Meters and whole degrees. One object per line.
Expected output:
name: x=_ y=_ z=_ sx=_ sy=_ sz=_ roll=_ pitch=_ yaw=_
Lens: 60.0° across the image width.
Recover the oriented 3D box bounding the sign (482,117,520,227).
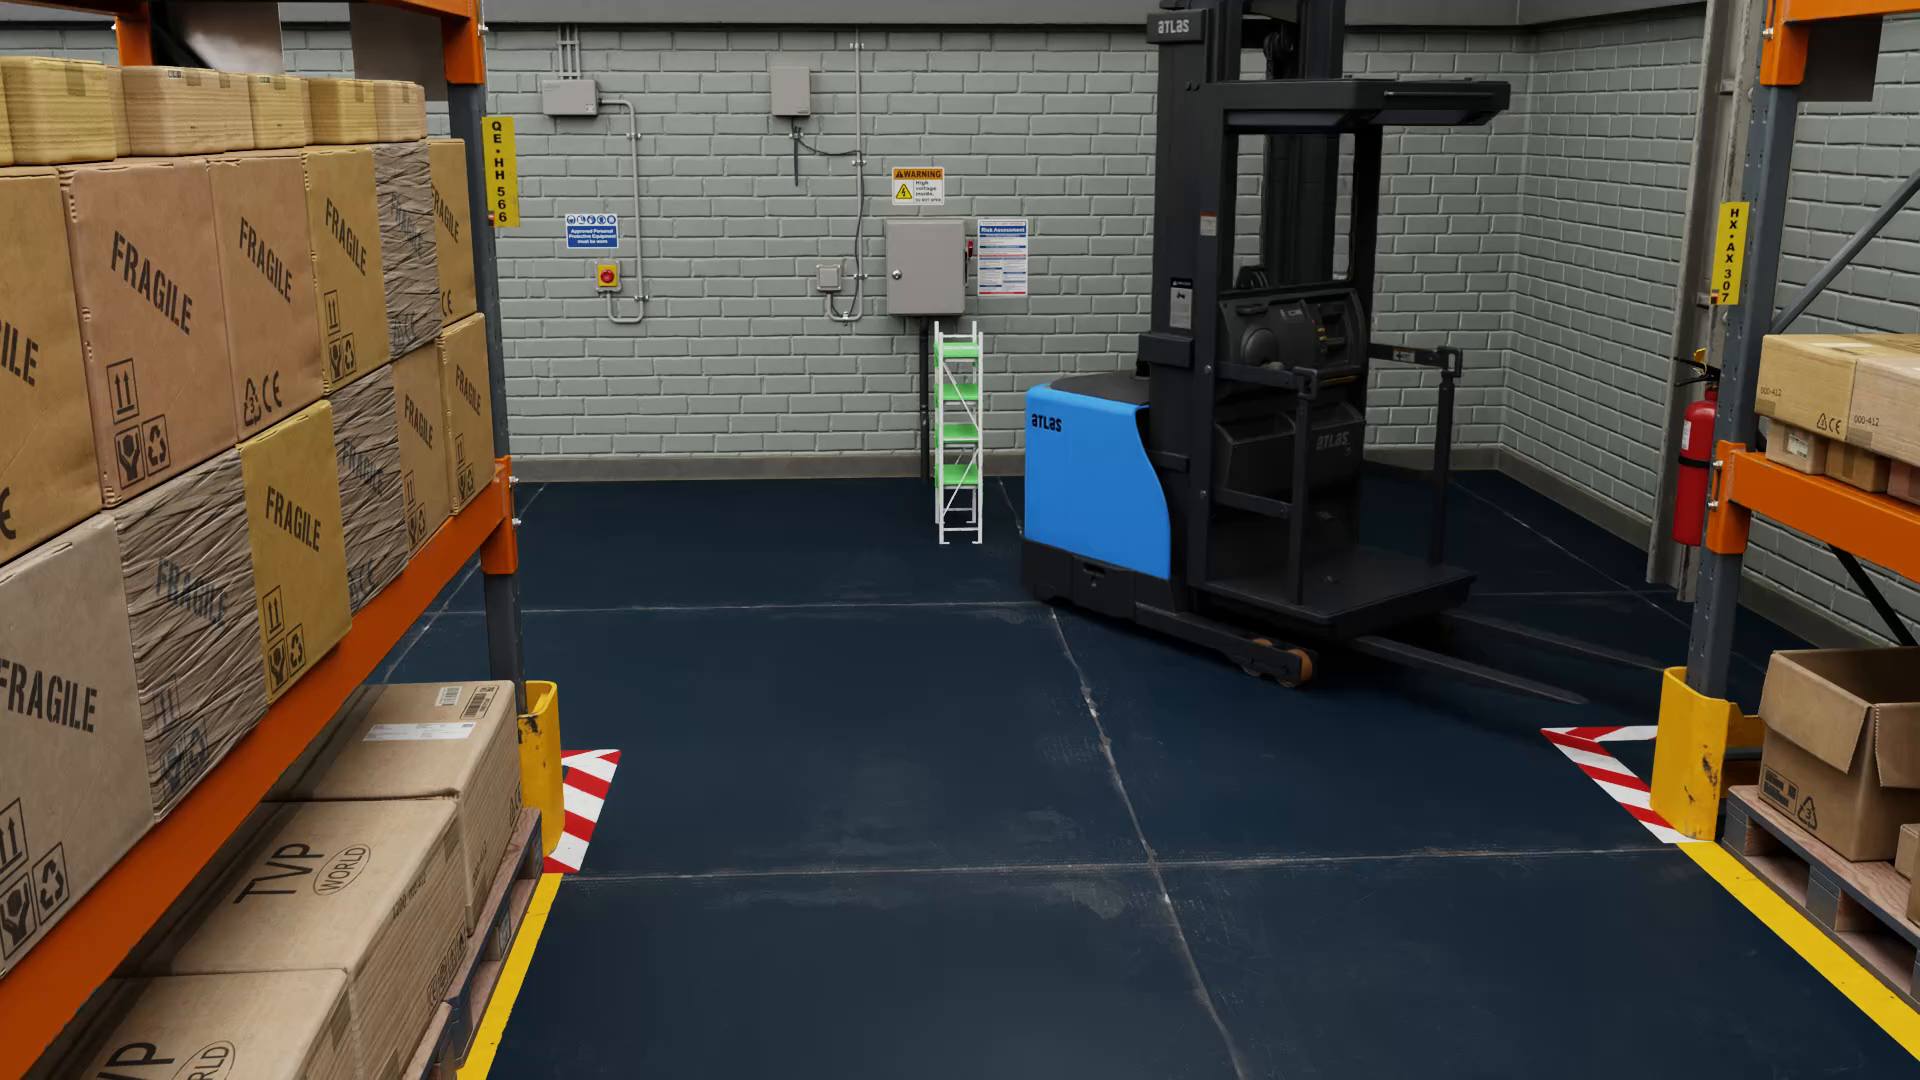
sign: x=-1.392 y=-1.113 z=5.033 sx=0.100 sy=0.325 sz=0.005 roll=-1 pitch=14 yaw=-3

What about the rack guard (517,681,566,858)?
rack guard: x=-1.936 y=0.772 z=5.522 sx=1.175 sy=0.500 sz=0.348 roll=-1 pitch=14 yaw=-3

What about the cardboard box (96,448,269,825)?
cardboard box: x=-1.506 y=0.144 z=2.745 sx=0.500 sy=0.500 sz=0.500 roll=-1 pitch=14 yaw=-3

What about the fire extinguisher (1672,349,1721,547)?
fire extinguisher: x=2.549 y=-0.321 z=5.659 sx=0.296 sy=0.674 sz=0.183 roll=-1 pitch=14 yaw=-3

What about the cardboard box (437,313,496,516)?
cardboard box: x=-1.640 y=-0.365 z=4.724 sx=0.500 sy=0.500 sz=0.500 roll=-1 pitch=14 yaw=-3

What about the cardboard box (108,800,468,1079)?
cardboard box: x=-1.729 y=0.995 z=3.938 sx=0.875 sy=0.438 sz=0.875 roll=0 pitch=14 yaw=-2

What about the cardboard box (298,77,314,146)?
cardboard box: x=-1.653 y=-0.938 z=3.643 sx=0.380 sy=0.149 sz=0.250 roll=-1 pitch=14 yaw=-4

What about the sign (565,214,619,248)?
sign: x=-2.359 y=-1.980 z=10.659 sx=0.327 sy=0.218 sz=0.001 roll=-1 pitch=14 yaw=-3

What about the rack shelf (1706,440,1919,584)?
rack shelf: x=3.143 y=0.336 z=3.645 sx=1.077 sy=0.370 sz=4.000 roll=-1 pitch=14 yaw=-3

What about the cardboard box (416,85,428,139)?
cardboard box: x=-1.712 y=-1.193 z=4.635 sx=0.380 sy=0.149 sz=0.250 roll=-1 pitch=14 yaw=-3

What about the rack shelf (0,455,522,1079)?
rack shelf: x=-1.811 y=0.413 z=3.344 sx=1.077 sy=0.370 sz=4.000 roll=-1 pitch=14 yaw=-3

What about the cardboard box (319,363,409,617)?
cardboard box: x=-1.583 y=-0.112 z=3.742 sx=0.500 sy=0.500 sz=0.500 roll=0 pitch=14 yaw=-2

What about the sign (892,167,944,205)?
sign: x=-0.270 y=-2.281 z=10.715 sx=0.339 sy=0.242 sz=0.001 roll=-1 pitch=14 yaw=-3

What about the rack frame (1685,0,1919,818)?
rack frame: x=3.019 y=-0.510 z=5.489 sx=1.000 sy=3.000 sz=0.127 roll=-1 pitch=14 yaw=-3

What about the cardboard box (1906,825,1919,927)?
cardboard box: x=2.977 y=0.864 z=4.322 sx=0.700 sy=0.500 sz=0.500 roll=0 pitch=14 yaw=-1

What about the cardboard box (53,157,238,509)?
cardboard box: x=-1.520 y=-0.346 z=2.643 sx=0.500 sy=0.500 sz=0.500 roll=-1 pitch=14 yaw=-2

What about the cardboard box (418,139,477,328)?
cardboard box: x=-1.667 y=-0.849 z=4.599 sx=0.500 sy=0.500 sz=0.500 roll=0 pitch=14 yaw=-2

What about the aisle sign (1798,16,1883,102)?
aisle sign: x=2.722 y=-1.781 z=5.213 sx=0.394 sy=0.787 sz=0.004 roll=-1 pitch=14 yaw=-3

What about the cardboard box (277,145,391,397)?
cardboard box: x=-1.578 y=-0.596 z=3.617 sx=0.500 sy=0.500 sz=0.500 roll=-1 pitch=14 yaw=-4

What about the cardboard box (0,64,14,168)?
cardboard box: x=-1.491 y=-0.556 z=2.159 sx=0.380 sy=0.149 sz=0.250 roll=-1 pitch=14 yaw=-4

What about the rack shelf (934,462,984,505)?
rack shelf: x=-0.010 y=-0.328 z=9.613 sx=0.258 sy=0.148 sz=0.480 roll=-1 pitch=14 yaw=-3

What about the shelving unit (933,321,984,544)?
shelving unit: x=-0.010 y=-0.622 z=9.537 sx=0.258 sy=1.200 sz=0.503 roll=-1 pitch=14 yaw=-3

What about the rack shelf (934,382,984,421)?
rack shelf: x=-0.010 y=-0.793 z=9.493 sx=0.258 sy=0.148 sz=0.480 roll=-1 pitch=14 yaw=-3

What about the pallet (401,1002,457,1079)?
pallet: x=-1.734 y=1.418 z=3.590 sx=1.003 sy=0.211 sz=1.213 roll=-1 pitch=14 yaw=-3

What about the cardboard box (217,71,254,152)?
cardboard box: x=-1.581 y=-0.811 z=3.150 sx=0.380 sy=0.149 sz=0.250 roll=0 pitch=14 yaw=-2

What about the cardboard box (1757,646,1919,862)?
cardboard box: x=2.963 y=0.649 z=5.151 sx=0.797 sy=0.503 sz=0.637 roll=-1 pitch=15 yaw=-6

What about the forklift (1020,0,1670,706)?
forklift: x=1.628 y=-0.931 z=7.261 sx=1.130 sy=2.935 sz=3.031 roll=-12 pitch=18 yaw=-38

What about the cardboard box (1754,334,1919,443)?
cardboard box: x=2.779 y=-0.464 z=5.016 sx=0.500 sy=0.250 sz=0.500 roll=-1 pitch=14 yaw=-3

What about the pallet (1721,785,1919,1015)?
pallet: x=3.074 y=1.058 z=4.992 sx=1.003 sy=0.211 sz=1.213 roll=-1 pitch=14 yaw=-3

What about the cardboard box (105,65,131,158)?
cardboard box: x=-1.576 y=-0.684 z=2.655 sx=0.380 sy=0.149 sz=0.250 roll=-1 pitch=14 yaw=-4

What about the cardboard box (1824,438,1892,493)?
cardboard box: x=2.828 y=-0.240 z=4.943 sx=0.380 sy=0.149 sz=0.250 roll=-1 pitch=14 yaw=-2

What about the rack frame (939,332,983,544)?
rack frame: x=0.005 y=-0.562 z=9.301 sx=0.240 sy=1.200 sz=0.015 roll=-1 pitch=14 yaw=-3

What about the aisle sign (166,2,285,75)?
aisle sign: x=-2.228 y=-1.705 z=4.916 sx=0.394 sy=0.787 sz=0.004 roll=-1 pitch=14 yaw=-3
